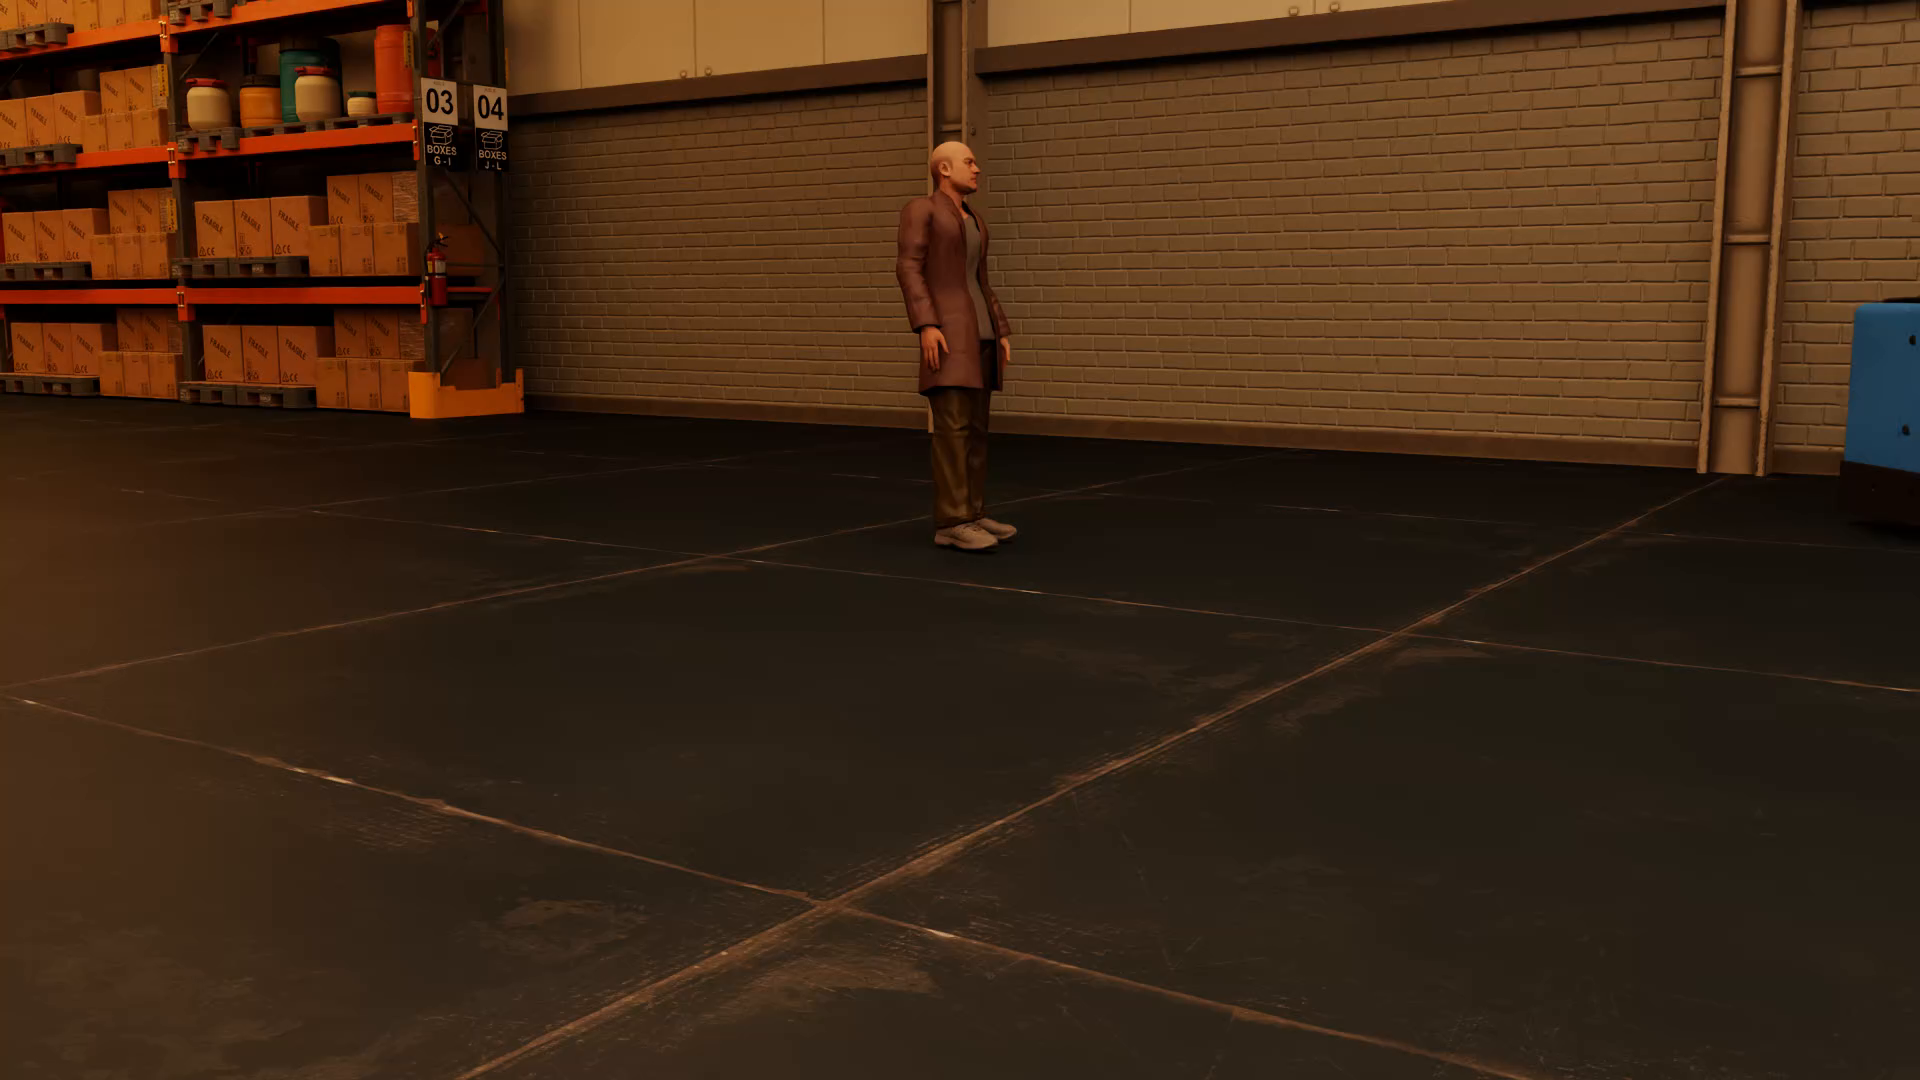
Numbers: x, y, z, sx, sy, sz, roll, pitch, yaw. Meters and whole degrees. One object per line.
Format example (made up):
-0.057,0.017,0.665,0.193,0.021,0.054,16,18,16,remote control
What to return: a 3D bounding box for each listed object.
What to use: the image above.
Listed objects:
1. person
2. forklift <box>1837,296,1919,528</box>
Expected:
0.074,-0.880,7.423,0.579,1.777,0.698,5,10,34,person
5.826,-1.474,7.558,3.031,2.935,1.130,0,8,-1,forklift
